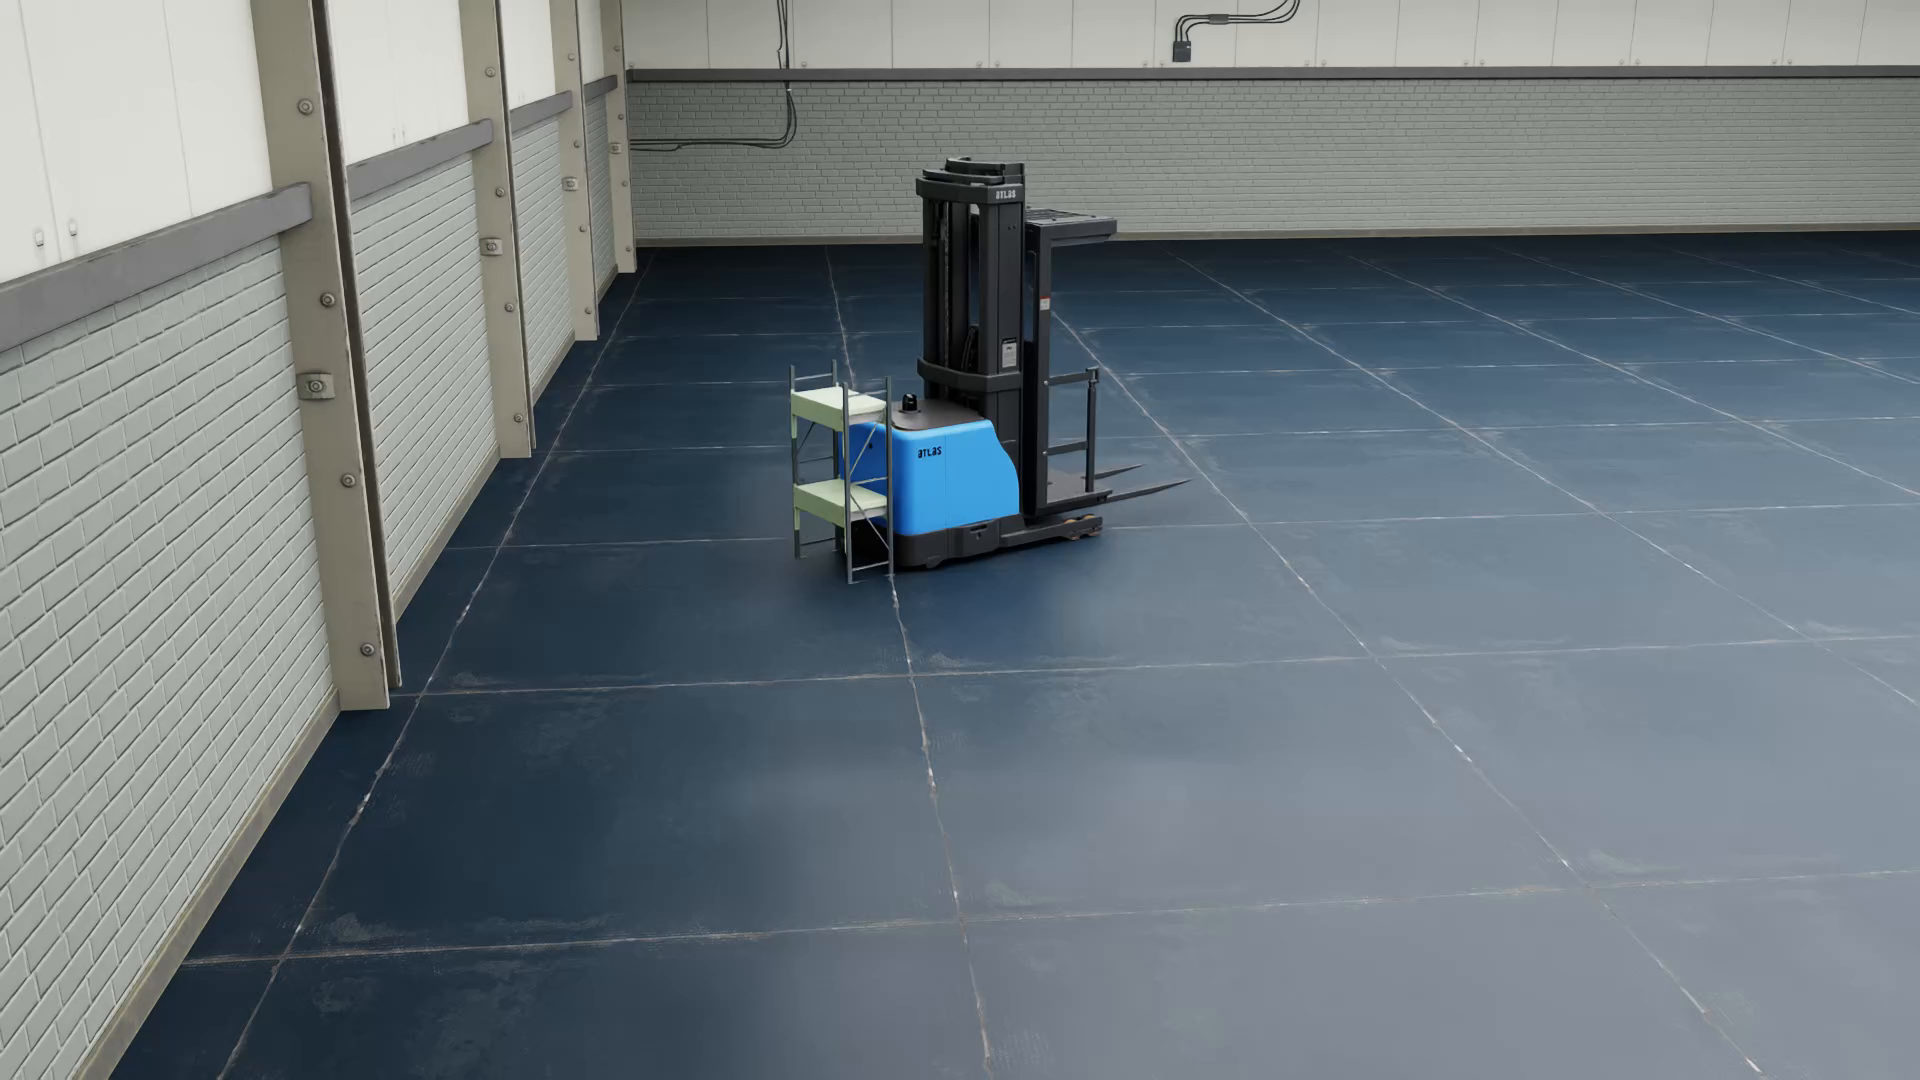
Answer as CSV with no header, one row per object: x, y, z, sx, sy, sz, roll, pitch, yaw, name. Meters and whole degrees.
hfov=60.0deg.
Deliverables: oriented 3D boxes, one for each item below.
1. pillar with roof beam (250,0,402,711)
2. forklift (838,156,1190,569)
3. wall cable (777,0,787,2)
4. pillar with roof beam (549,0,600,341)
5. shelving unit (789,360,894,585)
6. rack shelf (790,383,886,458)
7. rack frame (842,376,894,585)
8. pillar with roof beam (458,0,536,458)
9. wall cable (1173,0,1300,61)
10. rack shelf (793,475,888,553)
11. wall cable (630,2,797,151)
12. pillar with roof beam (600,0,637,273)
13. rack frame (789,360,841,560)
0.681,-3.470,9.208,9.100,9.000,0.400,-2,18,-6,pillar with roof beam
0.526,-1.511,13.098,3.031,2.935,1.130,-12,21,-34,forklift
-1.755,-10.631,28.767,3.097,2.526,0.112,-2,18,-6,wall cable
-0.557,-7.046,20.596,9.100,9.000,0.400,-2,18,-6,pillar with roof beam
-0.877,-0.513,12.307,0.431,1.500,0.755,-12,21,-34,shelving unit
-0.877,-0.885,12.190,0.431,0.370,0.720,-12,21,-34,rack shelf
-0.661,-0.424,12.025,0.400,1.500,0.023,-12,21,-34,rack frame
0.062,-5.258,14.902,9.100,9.000,0.400,-2,18,-6,pillar with roof beam
4.998,-11.530,29.202,2.305,6.003,0.169,-2,18,-6,wall cable
-0.877,-0.202,12.404,0.431,0.370,0.720,-12,21,-34,rack shelf
-4.446,-8.137,29.257,3.097,2.526,0.112,-2,18,-6,wall cable
-1.175,-8.833,26.290,9.100,9.000,0.400,-2,18,-6,pillar with roof beam
-1.093,-0.601,12.588,0.400,1.500,0.023,-12,21,-34,rack frame
